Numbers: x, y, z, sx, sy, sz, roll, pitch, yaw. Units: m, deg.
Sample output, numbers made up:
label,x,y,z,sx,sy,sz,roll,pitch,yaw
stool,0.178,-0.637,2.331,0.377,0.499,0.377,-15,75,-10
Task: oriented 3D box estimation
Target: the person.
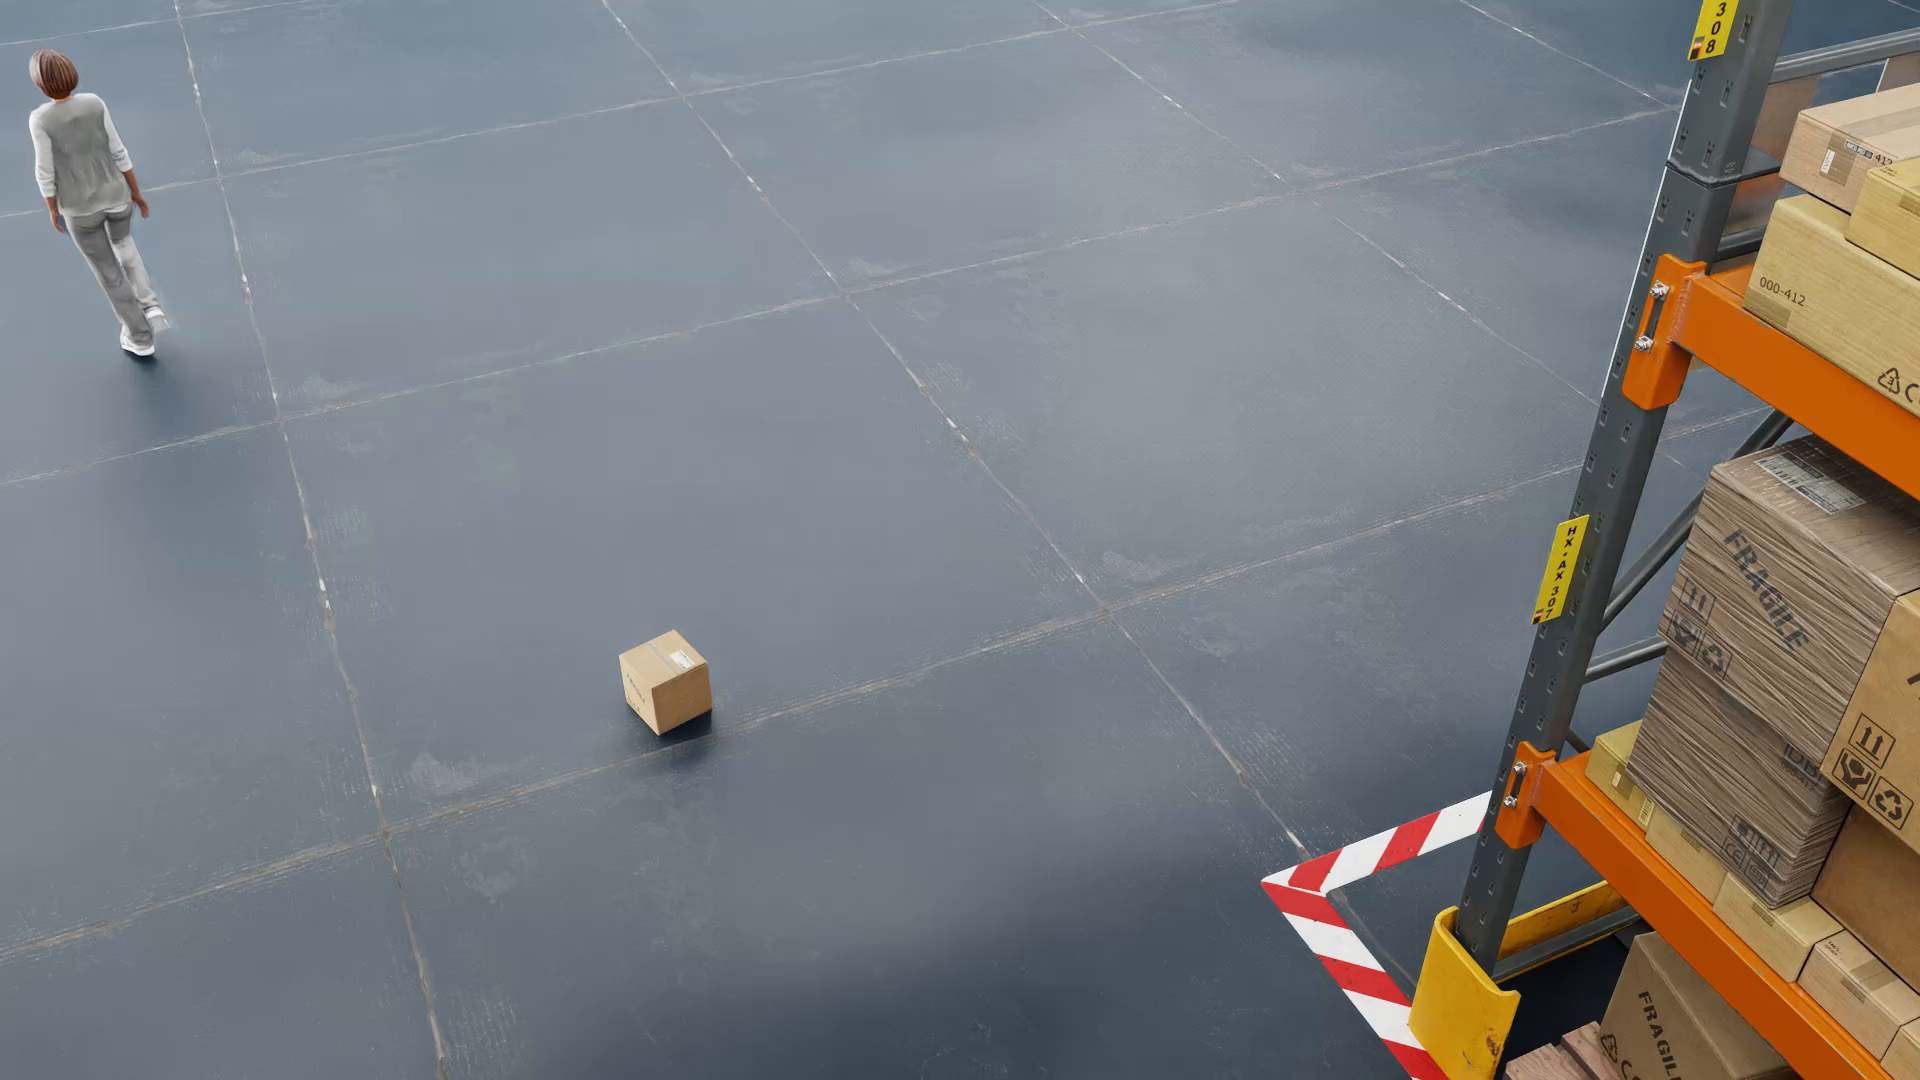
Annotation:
label,x,y,z,sx,sy,sz,roll,pitch,yaw
person,-4.317,-1.676,8.284,0.434,1.600,0.440,26,45,30
